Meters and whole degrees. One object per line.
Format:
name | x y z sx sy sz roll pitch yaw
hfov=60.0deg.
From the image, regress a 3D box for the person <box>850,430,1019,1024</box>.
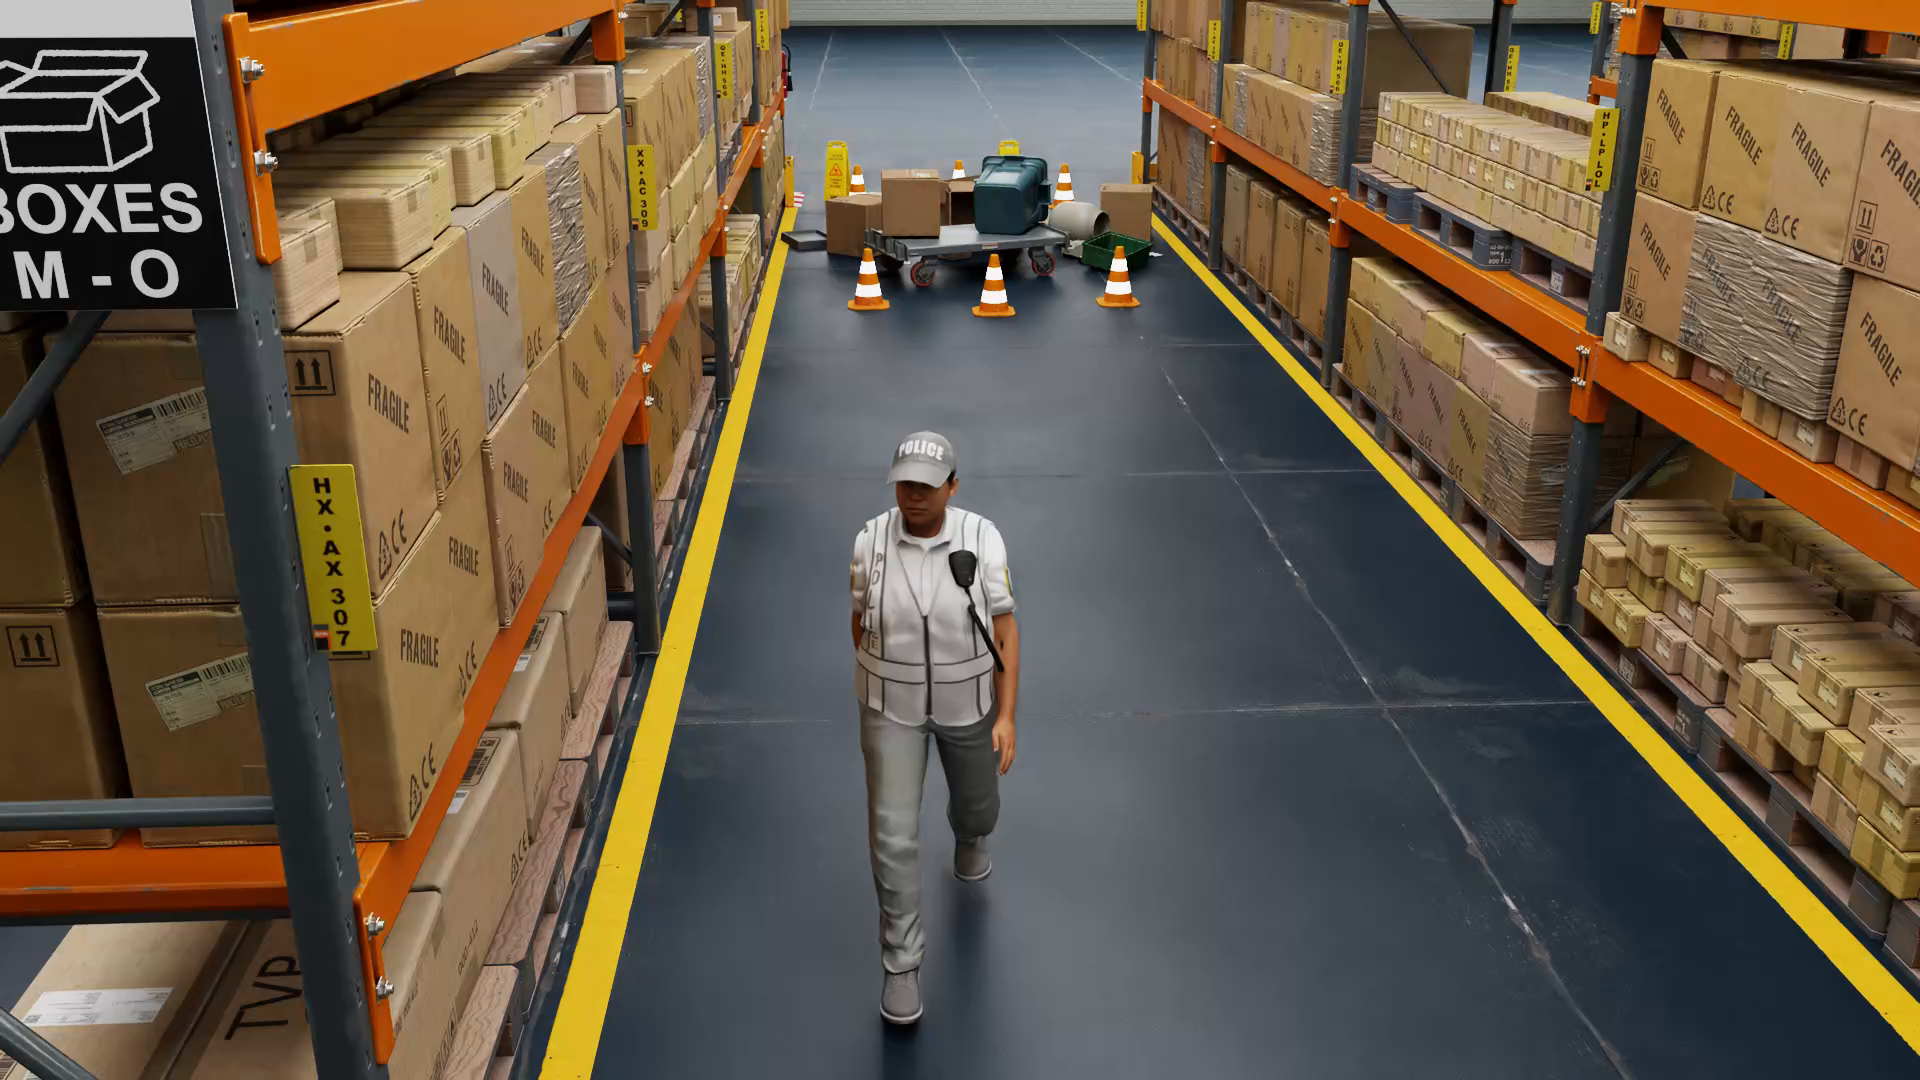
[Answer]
person | -0.075 0.462 4.825 0.479 1.607 0.949 0 21 -1
